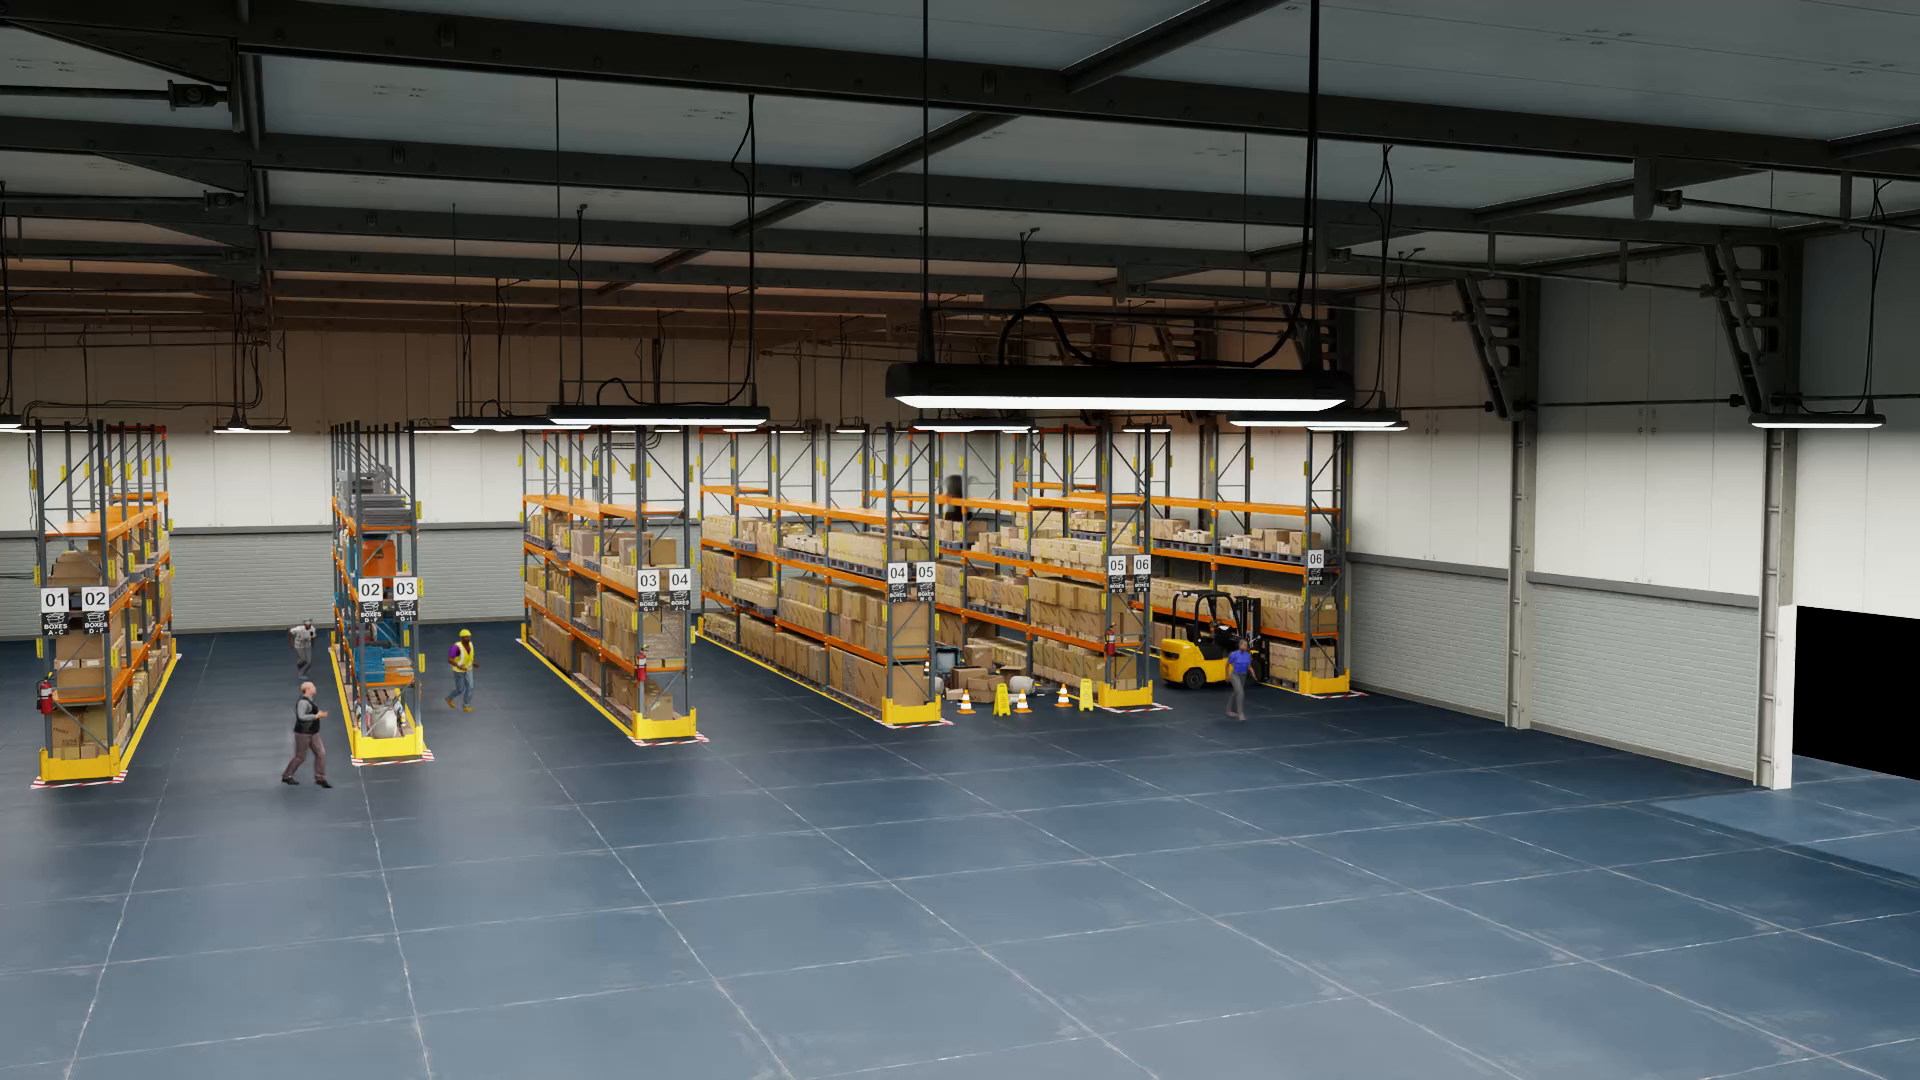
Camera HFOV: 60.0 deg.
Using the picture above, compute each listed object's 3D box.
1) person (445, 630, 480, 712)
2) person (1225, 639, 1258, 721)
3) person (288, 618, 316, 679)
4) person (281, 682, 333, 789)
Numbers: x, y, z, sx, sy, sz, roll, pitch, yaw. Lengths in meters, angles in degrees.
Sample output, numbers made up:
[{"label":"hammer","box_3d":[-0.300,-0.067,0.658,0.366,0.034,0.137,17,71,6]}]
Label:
[{"label":"person","box_3d":[-10.410,2.708,34.592,0.796,1.716,0.700,3,4,37]},{"label":"person","box_3d":[5.638,2.830,33.588,0.496,1.533,0.803,-2,4,-31]},{"label":"person","box_3d":[-15.421,2.557,38.992,0.599,1.482,0.773,-3,5,-40]},{"label":"person","box_3d":[-10.614,3.187,26.923,0.802,1.784,0.619,0,4,0]}]
